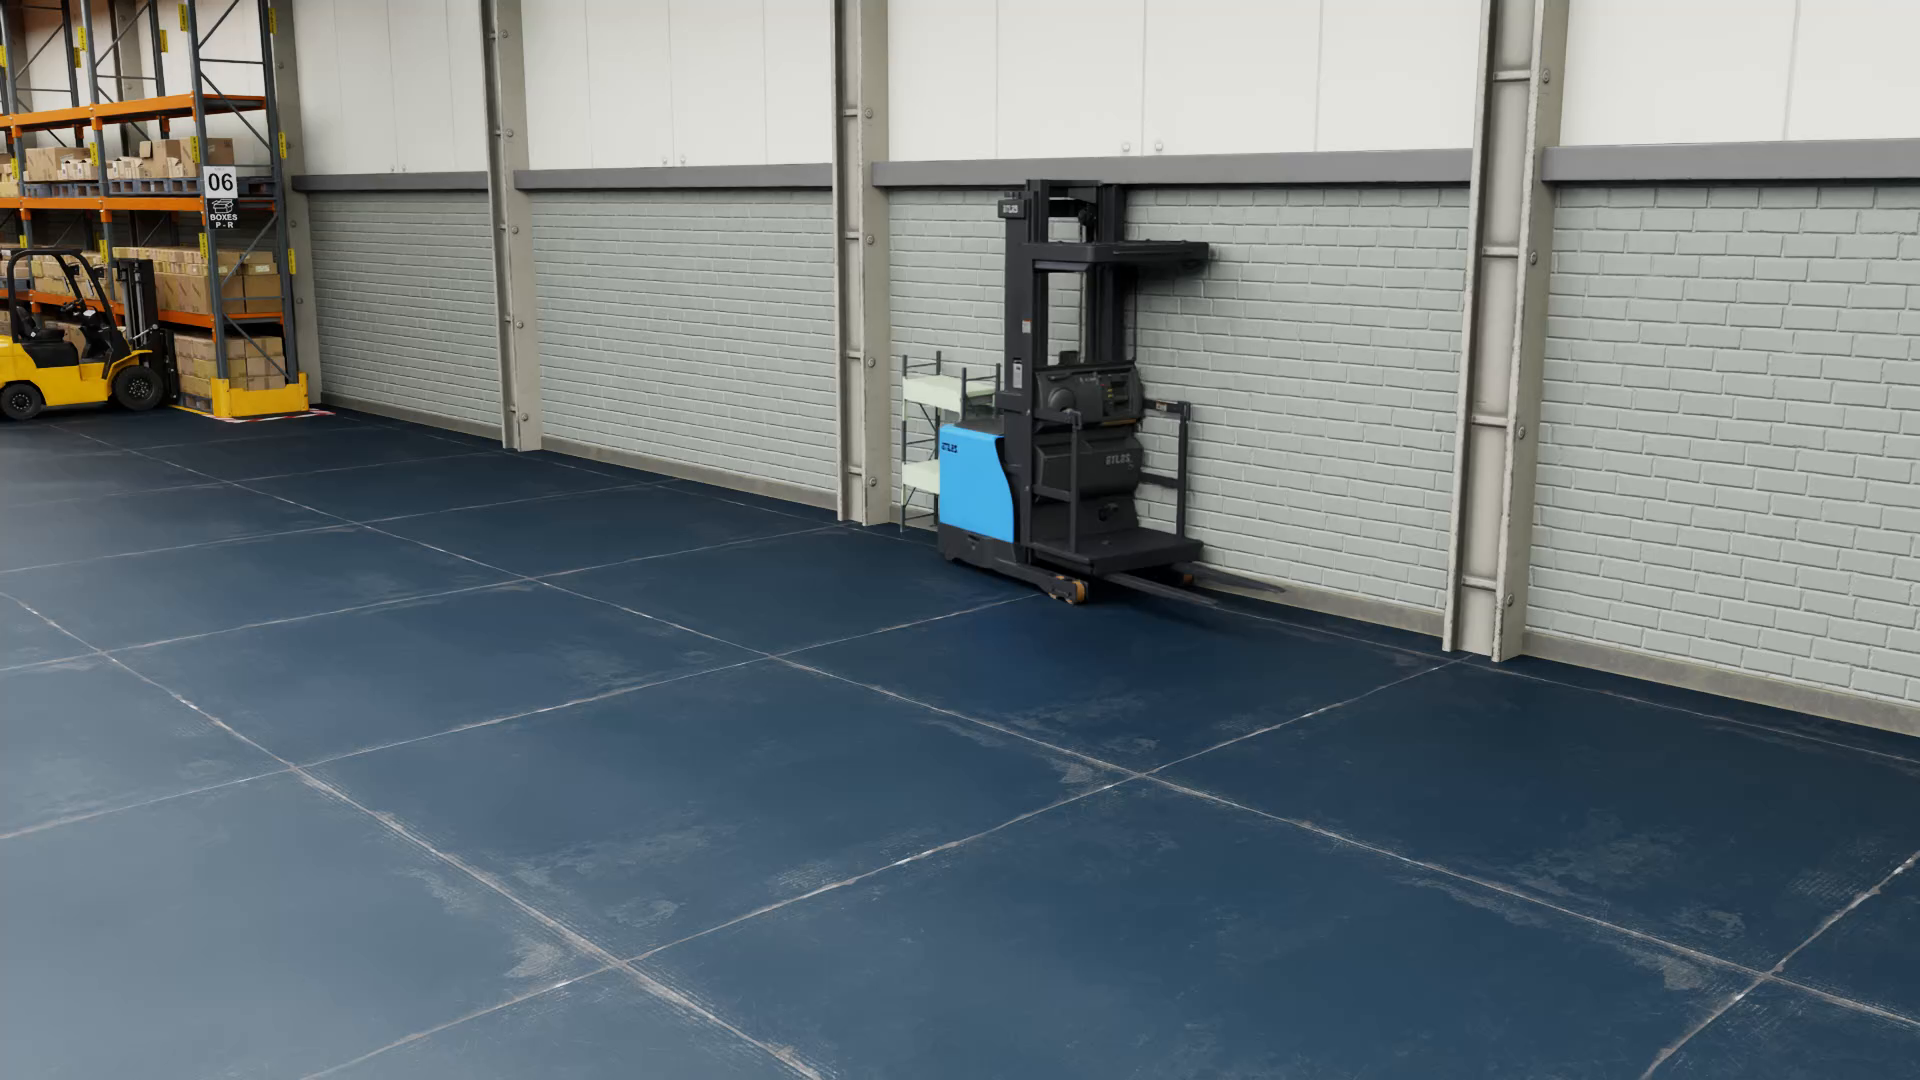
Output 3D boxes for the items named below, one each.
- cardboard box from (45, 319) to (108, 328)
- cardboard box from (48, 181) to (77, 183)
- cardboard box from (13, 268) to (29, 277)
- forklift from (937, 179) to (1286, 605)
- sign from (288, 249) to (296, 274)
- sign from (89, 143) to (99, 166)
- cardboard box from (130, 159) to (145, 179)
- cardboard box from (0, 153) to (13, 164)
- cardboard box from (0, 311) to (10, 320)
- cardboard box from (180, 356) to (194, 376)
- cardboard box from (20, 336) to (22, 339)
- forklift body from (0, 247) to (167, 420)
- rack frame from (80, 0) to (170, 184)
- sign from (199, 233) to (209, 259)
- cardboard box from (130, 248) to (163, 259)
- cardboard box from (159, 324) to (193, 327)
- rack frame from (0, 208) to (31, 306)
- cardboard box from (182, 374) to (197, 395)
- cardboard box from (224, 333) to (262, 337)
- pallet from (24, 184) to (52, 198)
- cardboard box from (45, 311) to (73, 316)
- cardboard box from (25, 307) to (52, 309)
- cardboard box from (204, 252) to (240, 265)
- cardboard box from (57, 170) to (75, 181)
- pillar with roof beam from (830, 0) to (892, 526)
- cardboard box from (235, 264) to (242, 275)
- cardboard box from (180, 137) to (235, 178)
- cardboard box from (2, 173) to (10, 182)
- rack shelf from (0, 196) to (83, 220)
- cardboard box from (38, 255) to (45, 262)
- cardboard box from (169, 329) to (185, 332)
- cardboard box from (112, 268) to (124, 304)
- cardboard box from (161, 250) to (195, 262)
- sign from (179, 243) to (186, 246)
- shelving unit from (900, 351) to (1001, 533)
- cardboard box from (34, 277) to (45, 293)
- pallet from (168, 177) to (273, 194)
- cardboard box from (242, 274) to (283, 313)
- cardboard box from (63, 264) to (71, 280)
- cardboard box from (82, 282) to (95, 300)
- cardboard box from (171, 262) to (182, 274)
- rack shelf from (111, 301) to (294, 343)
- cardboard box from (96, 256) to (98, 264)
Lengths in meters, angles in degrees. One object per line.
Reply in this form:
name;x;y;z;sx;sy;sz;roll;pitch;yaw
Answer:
cardboard box;-14.406;-3.283;27.255;0.875;0.625;0.625;-10;15;-41
cardboard box;-14.906;-6.011;27.602;0.380;0.149;0.250;-11;16;-42
cardboard box;-15.558;-4.458;27.698;0.380;0.149;0.250;-11;16;-42
forklift;1.063;-1.093;11.951;1.130;2.935;3.031;-8;14;-33
sign;-8.896;-3.705;22.118;0.100;0.325;0.005;-11;16;-43
sign;-12.450;-5.549;23.915;0.100;0.325;0.005;-11;16;-43
cardboard box;-11.259;-5.148;23.077;0.258;0.266;0.396;11;16;44
cardboard box;-17.121;-6.797;29.606;0.396;0.266;0.258;-11;16;-43
cardboard box;-16.587;-3.945;29.171;0.380;0.149;0.250;-10;15;-41
cardboard box;-10.203;-2.371;22.523;0.500;0.250;0.500;-11;16;-43
cardboard box;-15.612;-3.421;28.235;0.500;0.500;0.500;-11;16;-43
forklift body;-11.931;-2.772;22.037;2.313;2.155;1.214;-11;16;-43
rack frame;-12.064;-6.688;24.070;1.000;3.000;0.127;-11;16;-43
sign;-9.704;-3.775;21.344;0.100;0.325;0.005;-11;16;-43
cardboard box;-11.527;-4.060;23.593;0.380;0.149;0.250;-10;16;-41
cardboard box;-11.585;-3.053;24.592;0.500;0.250;0.500;-10;16;-41
rack frame;-17.589;-4.917;30.343;1.000;3.000;0.127;-11;16;-43
cardboard box;-10.191;-2.123;22.555;0.500;0.250;0.500;-11;16;-43
cardboard box;-9.845;-2.683;22.796;0.500;0.250;0.500;-11;16;-42
pallet;-14.293;-5.623;26.805;1.213;0.211;1.003;-10;15;-40
cardboard box;-15.691;-3.903;28.970;0.380;0.149;0.250;-11;16;-44
cardboard box;-16.571;-4.097;29.909;0.250;0.149;0.380;11;16;42
cardboard box;-9.702;-3.701;21.848;0.380;0.149;0.250;-11;16;-42
cardboard box;-13.576;-5.581;25.466;0.380;0.149;0.250;-11;16;-43
pillar with roof beam;-3.958;-3.980;10.927;9.100;9.000;0.400;-11;16;-43
cardboard box;-9.565;-3.645;22.314;0.380;0.149;0.250;-11;16;-43
cardboard box;-9.784;-4.969;21.626;0.500;0.500;0.500;-10;15;-41
cardboard box;-15.777;-6.055;27.817;0.380;0.149;0.250;-11;16;-43
rack shelf;-16.208;-5.742;28.696;1.077;0.370;4.000;-11;16;-43
cardboard box;-14.634;-4.573;26.821;0.380;0.149;0.250;-10;16;-41
cardboard box;-11.259;-2.837;23.541;0.500;0.250;0.500;-10;15;-41
cardboard box;-11.947;-3.697;24.175;0.500;0.500;0.500;11;16;44
cardboard box;-10.656;-3.873;22.684;0.380;0.149;0.250;-10;16;-41
sign;-11.664;-4.290;24.957;0.100;0.325;0.005;-11;16;-43
shelving unit;-0.088;-0.739;13.629;0.431;1.500;0.755;-12;21;-40
cardboard box;-14.697;-4.161;27.045;0.500;0.250;0.500;-11;16;-42
pallet;-9.771;-4.698;22.067;1.003;0.211;1.213;-11;16;-43
cardboard box;-9.443;-3.325;22.371;0.500;0.500;0.500;-10;15;-41
cardboard box;-13.632;-4.182;25.911;0.500;0.250;0.500;-11;16;-42
cardboard box;-12.953;-3.785;25.223;0.500;0.250;0.500;-11;16;-43
cardboard box;-10.458;-3.693;22.549;0.250;0.149;0.380;11;16;43
rack shelf;-10.683;-3.105;23.332;1.077;0.370;4.000;-11;16;-43
cardboard box;-12.783;-4.213;25.072;0.380;0.149;0.250;-11;16;-43
